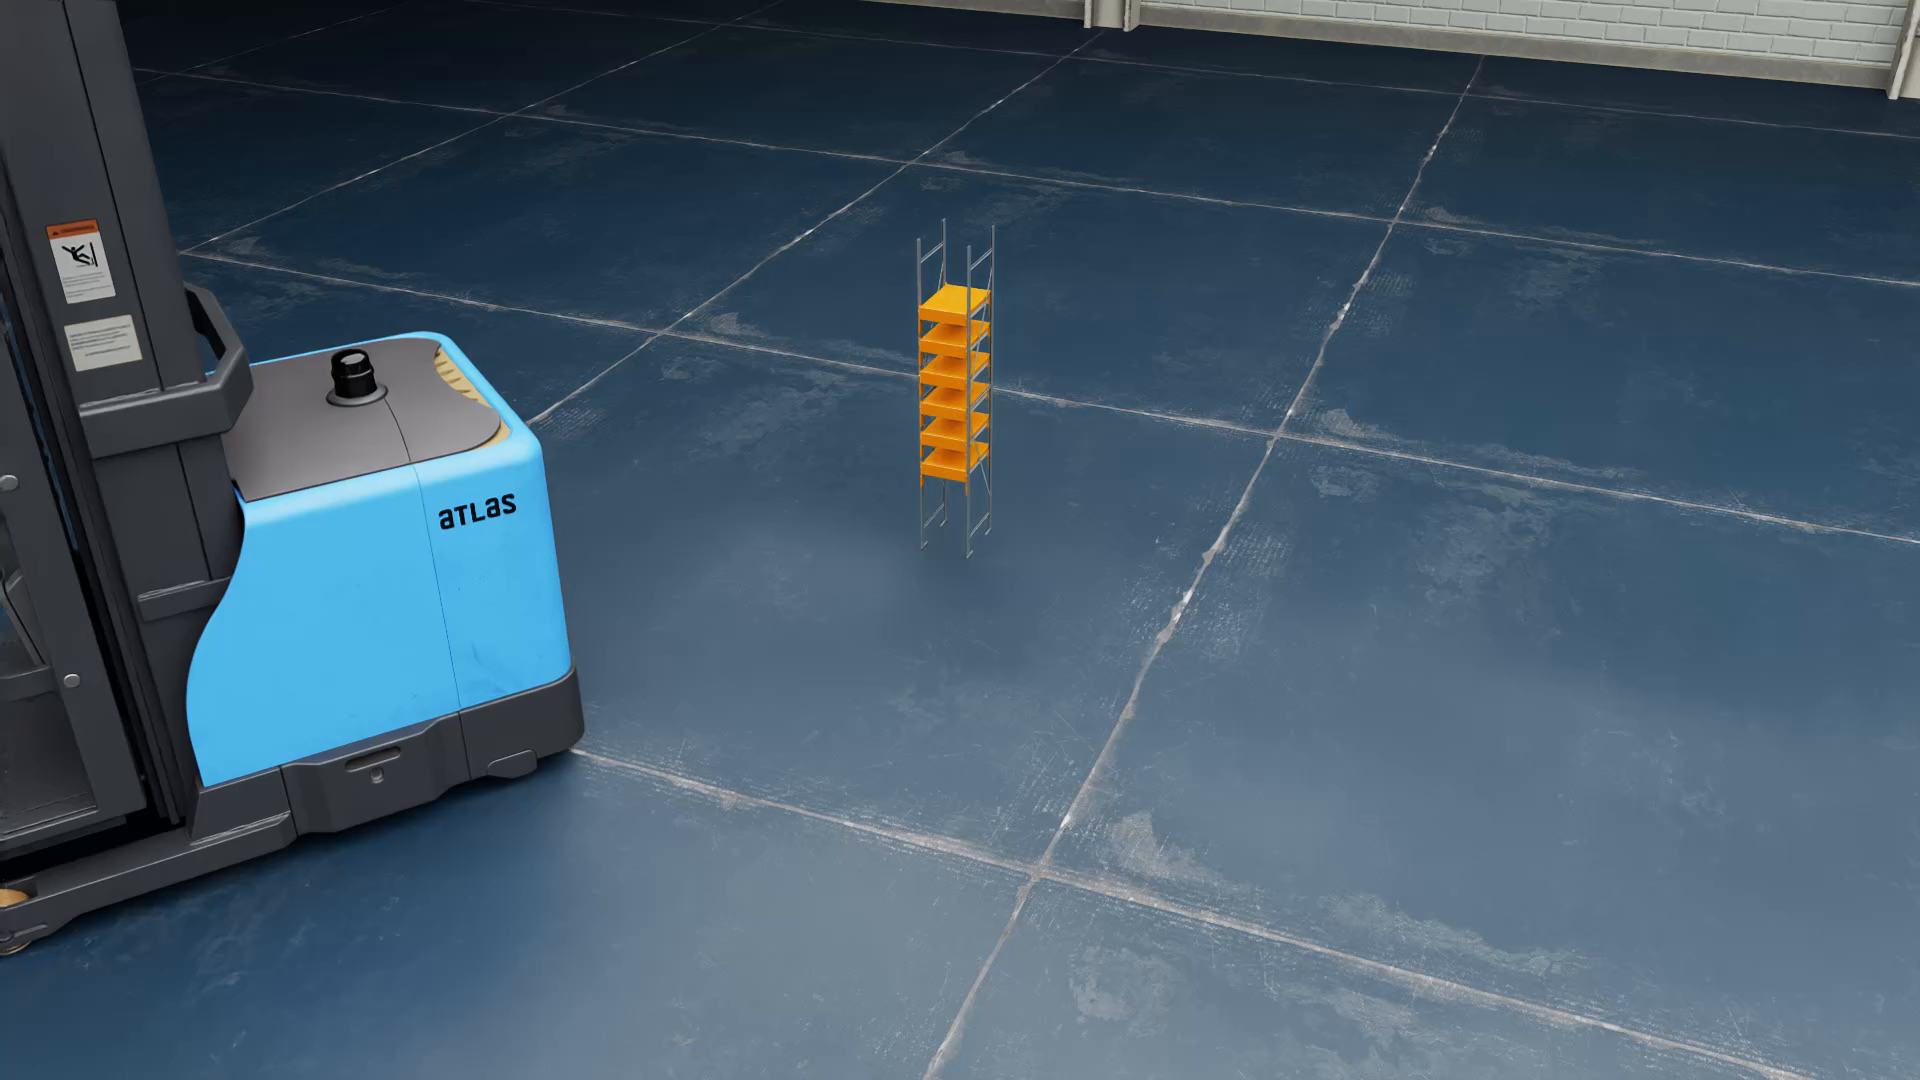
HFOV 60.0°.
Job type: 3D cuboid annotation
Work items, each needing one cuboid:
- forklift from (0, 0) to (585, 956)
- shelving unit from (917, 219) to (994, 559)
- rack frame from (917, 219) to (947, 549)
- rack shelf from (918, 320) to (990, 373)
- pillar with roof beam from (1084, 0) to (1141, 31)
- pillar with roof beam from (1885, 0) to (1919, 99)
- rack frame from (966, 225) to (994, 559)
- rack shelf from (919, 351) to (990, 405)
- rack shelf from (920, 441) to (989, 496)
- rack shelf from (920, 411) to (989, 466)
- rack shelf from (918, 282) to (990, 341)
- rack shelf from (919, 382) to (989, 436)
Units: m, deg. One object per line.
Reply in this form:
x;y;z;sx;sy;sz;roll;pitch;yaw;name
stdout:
-2.673;-0.443;4.055;3.031;2.935;1.130;-17;33;-27;forklift
-0.013;-0.525;5.959;0.189;1.200;0.258;11;31;19;shelving unit
-0.098;-0.542;5.989;0.006;1.200;0.240;11;31;19;rack frame
-0.013;-0.695;5.863;0.180;0.103;0.258;11;31;19;rack shelf
-0.357;-6.227;8.122;0.400;9.000;9.100;11;31;19;pillar with roof beam
5.203;-5.117;6.158;0.400;9.000;9.100;11;31;19;pillar with roof beam
0.071;-0.508;5.930;0.006;1.200;0.240;11;31;19;rack frame
-0.013;-0.591;5.922;0.180;0.103;0.258;11;31;19;rack shelf
-0.013;-0.277;6.099;0.180;0.103;0.258;11;31;19;rack shelf
-0.013;-0.382;6.040;0.180;0.103;0.258;11;31;19;rack shelf
-0.013;-0.800;5.804;0.180;0.103;0.258;11;31;19;rack shelf
-0.013;-0.486;5.981;0.180;0.103;0.258;11;31;19;rack shelf
